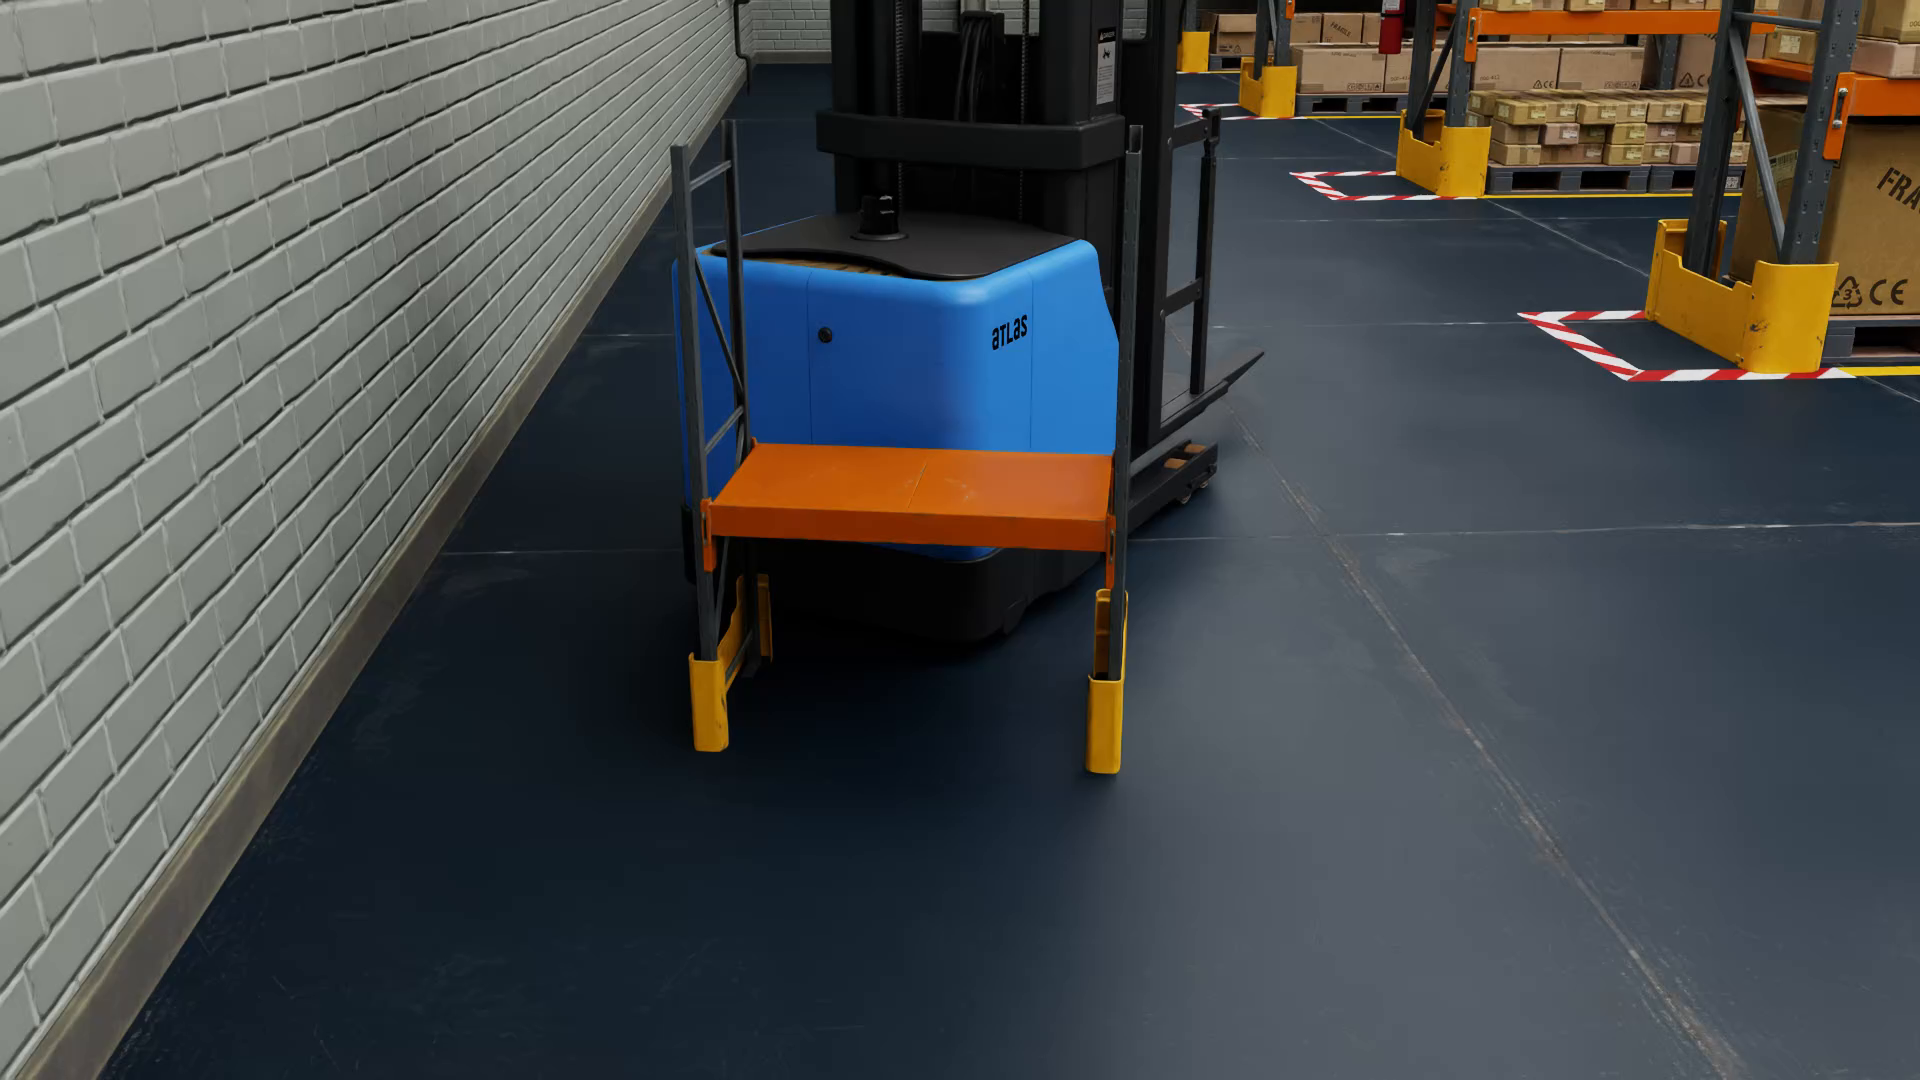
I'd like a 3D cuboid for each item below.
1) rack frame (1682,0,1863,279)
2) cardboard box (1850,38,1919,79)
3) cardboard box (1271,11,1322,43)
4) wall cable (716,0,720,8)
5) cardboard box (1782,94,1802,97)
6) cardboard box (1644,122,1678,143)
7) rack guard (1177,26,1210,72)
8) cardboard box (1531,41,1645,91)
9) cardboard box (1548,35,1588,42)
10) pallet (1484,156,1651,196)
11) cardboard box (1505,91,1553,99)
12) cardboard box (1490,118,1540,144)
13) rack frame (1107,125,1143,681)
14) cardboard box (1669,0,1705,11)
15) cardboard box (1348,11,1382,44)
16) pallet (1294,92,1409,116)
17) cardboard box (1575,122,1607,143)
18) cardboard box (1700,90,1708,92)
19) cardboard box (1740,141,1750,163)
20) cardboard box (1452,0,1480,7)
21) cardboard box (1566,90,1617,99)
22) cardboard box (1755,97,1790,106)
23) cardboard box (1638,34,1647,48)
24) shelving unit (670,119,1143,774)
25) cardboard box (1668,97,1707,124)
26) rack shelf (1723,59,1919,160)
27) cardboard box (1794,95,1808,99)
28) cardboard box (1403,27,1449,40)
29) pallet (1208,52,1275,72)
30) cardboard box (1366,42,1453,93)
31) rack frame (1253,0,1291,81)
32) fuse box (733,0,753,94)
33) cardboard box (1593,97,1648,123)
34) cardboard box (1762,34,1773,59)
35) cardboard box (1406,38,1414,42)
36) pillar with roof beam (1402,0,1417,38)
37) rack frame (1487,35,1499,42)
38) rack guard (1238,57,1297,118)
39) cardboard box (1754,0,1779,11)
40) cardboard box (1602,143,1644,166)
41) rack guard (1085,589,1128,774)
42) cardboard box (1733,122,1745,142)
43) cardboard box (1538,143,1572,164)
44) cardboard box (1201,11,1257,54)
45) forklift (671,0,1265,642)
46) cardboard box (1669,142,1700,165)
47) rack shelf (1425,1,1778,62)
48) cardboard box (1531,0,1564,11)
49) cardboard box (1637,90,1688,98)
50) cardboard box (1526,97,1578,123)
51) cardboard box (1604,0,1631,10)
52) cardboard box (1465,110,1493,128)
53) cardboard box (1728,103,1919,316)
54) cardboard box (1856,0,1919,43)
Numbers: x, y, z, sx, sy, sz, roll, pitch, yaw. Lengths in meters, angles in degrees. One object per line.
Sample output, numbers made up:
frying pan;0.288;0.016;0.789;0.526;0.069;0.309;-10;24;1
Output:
rack frame;3.789;-2.374;7.641;0.127;3.000;1.000;-1;21;-3
cardboard box;4.162;-2.147;7.396;0.250;0.149;0.380;-1;21;-2
cardboard box;4.408;-6.668;21.842;0.500;0.500;0.700;0;21;-1
wall cable;-2.405;-6.261;16.378;0.123;1.953;0.585;-1;21;-3
cardboard box;6.457;-3.407;12.935;0.250;0.149;0.380;-2;21;-4
cardboard box;5.182;-3.088;12.515;0.250;0.149;0.380;-2;21;-6
rack guard;3.012;-6.491;21.967;0.348;0.500;1.175;-1;21;-3
cardboard box;6.584;-5.000;17.548;0.875;0.438;0.875;-1;21;-4
cardboard box;7.957;-6.711;21.955;0.500;0.500;0.500;-1;21;-4
pallet;4.496;-2.840;12.784;1.213;0.211;1.003;-1;21;-3
cardboard box;4.375;-3.365;12.825;0.250;0.149;0.380;-1;21;-2
cardboard box;4.145;-3.060;12.442;0.250;0.149;0.380;0;21;-1
rack frame;0.404;-0.227;4.109;0.032;1.500;0.500;2;21;6
cardboard box;5.243;-3.963;12.167;0.250;0.149;0.380;-2;21;-4
cardboard box;5.444;-6.689;21.897;0.500;0.500;0.700;-2;21;-5
pallet;4.017;-4.635;17.499;1.213;0.211;1.003;-1;21;-3
cardboard box;4.660;-3.082;12.499;0.250;0.149;0.380;-1;21;-2
cardboard box;5.931;-3.396;12.906;0.250;0.149;0.380;-2;21;-5
cardboard box;5.931;-2.952;12.575;0.250;0.149;0.380;-1;21;-2
cardboard box;3.916;-4.128;12.600;0.250;0.149;0.380;-1;21;-3
cardboard box;4.888;-3.399;12.912;0.250;0.149;0.380;-2;21;-5
cardboard box;5.962;-3.209;12.414;0.250;0.149;0.380;-2;21;-5
cardboard box;8.973;-6.728;21.999;0.500;0.500;0.500;-2;21;-5
shelving unit;-0.110;-0.248;4.164;1.083;1.500;0.587;2;21;6
cardboard box;5.462;-3.204;12.400;0.250;0.149;0.380;-1;21;-2
rack shelf;5.786;-2.078;7.875;4.000;0.370;1.077;-1;21;-3
cardboard box;6.495;-3.257;12.540;0.250;0.149;0.380;0;21;-1
cardboard box;6.257;-6.749;22.320;0.500;0.311;0.500;0;21;-1
pallet;3.808;-6.372;22.062;1.213;0.211;1.003;-1;21;-3
cardboard box;4.790;-4.964;17.453;0.875;0.438;0.875;-1;21;-2
rack frame;3.223;-5.894;16.887;0.127;3.000;1.000;-1;21;-3
fuse box;-2.379;-5.919;18.761;0.414;1.711;0.539;-1;21;-3
cardboard box;4.919;-3.212;12.423;0.250;0.149;0.380;-2;21;-6
cardboard box;8.733;-5.241;17.567;0.875;0.875;0.875;-1;21;-1
cardboard box;6.034;-6.534;21.820;0.258;0.266;0.396;0;21;-1
pillar with roof beam;6.429;-9.319;17.451;0.400;9.000;9.100;-1;21;-3
rack frame;6.930;-7.739;21.732;0.127;3.000;1.000;-1;21;-3
rack guard;3.199;-4.726;17.331;0.348;0.500;1.175;-1;21;-3
cardboard box;5.772;-3.956;12.148;0.250;0.149;0.380;-1;21;-2
cardboard box;4.914;-2.907;12.457;0.250;0.149;0.380;-1;21;-2
rack guard;0.385;0.356;4.334;0.087;0.250;0.587;2;21;6
cardboard box;5.721;-3.110;12.573;0.250;0.149;0.380;0;21;-1
cardboard box;4.405;-2.933;12.526;0.250;0.149;0.380;-1;21;-3
cardboard box;3.552;-6.666;21.832;0.637;0.503;0.797;-2;21;-5
forklift;0.296;-1.565;5.612;1.130;2.935;3.031;11;23;26
cardboard box;5.417;-2.920;12.492;0.250;0.149;0.380;-2;21;-6
rack shelf;5.604;-3.842;12.509;4.000;0.370;1.077;-1;21;-3
cardboard box;4.201;-3.931;12.082;0.250;0.149;0.380;0;21;-1
cardboard box;5.423;-3.390;12.889;0.250;0.149;0.380;-2;21;-5
cardboard box;4.418;-3.218;12.438;0.250;0.149;0.380;-1;21;-2
cardboard box;4.723;-3.971;12.188;0.250;0.149;0.380;0;21;-1
cardboard box;4.117;-3.253;12.948;0.250;0.149;0.380;-2;21;-5
cardboard box;4.423;-1.619;8.053;0.875;0.875;0.875;-1;21;-3
cardboard box;4.284;-2.357;7.388;0.500;0.250;0.500;-2;21;-4
